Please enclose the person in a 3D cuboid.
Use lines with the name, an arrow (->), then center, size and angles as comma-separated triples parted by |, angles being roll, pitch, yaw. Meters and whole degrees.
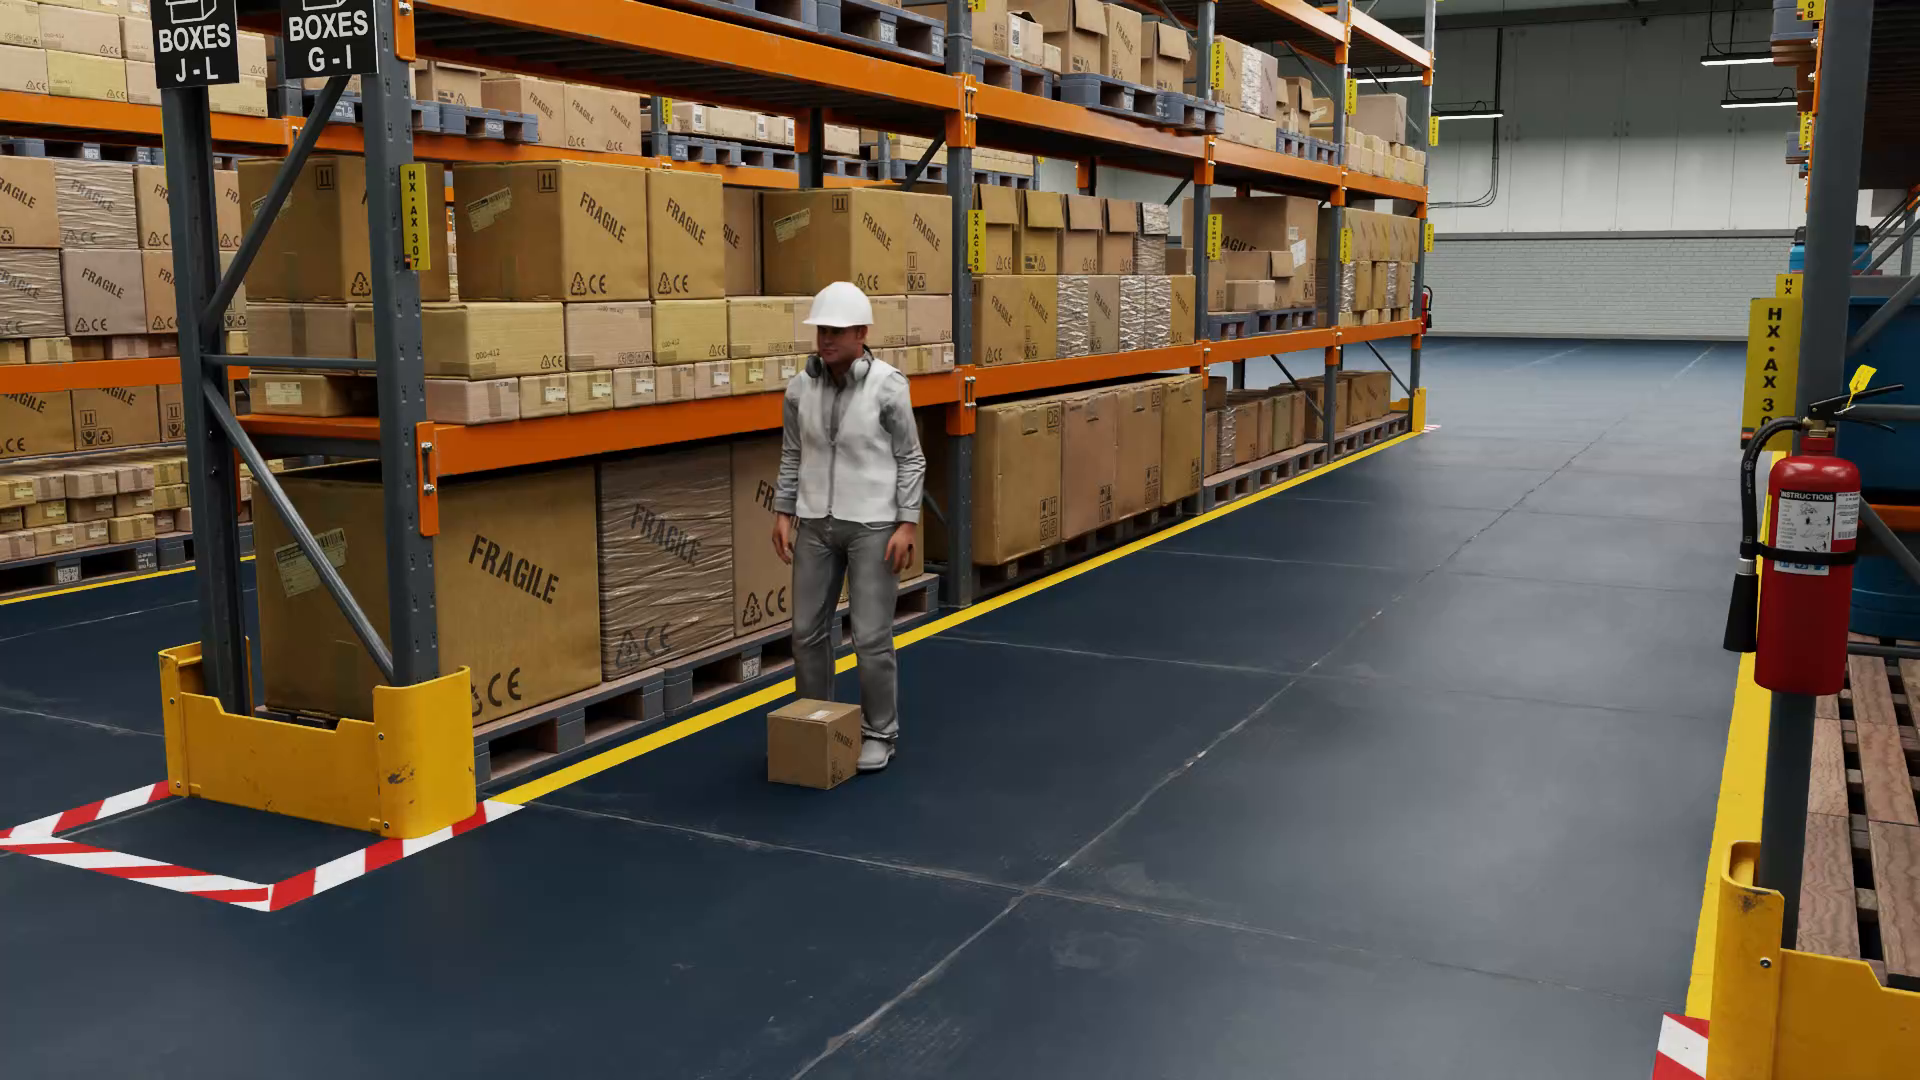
person -> -0.416, -0.053, 6.114 | 0.588, 1.771, 0.465 | 4, 10, 25
